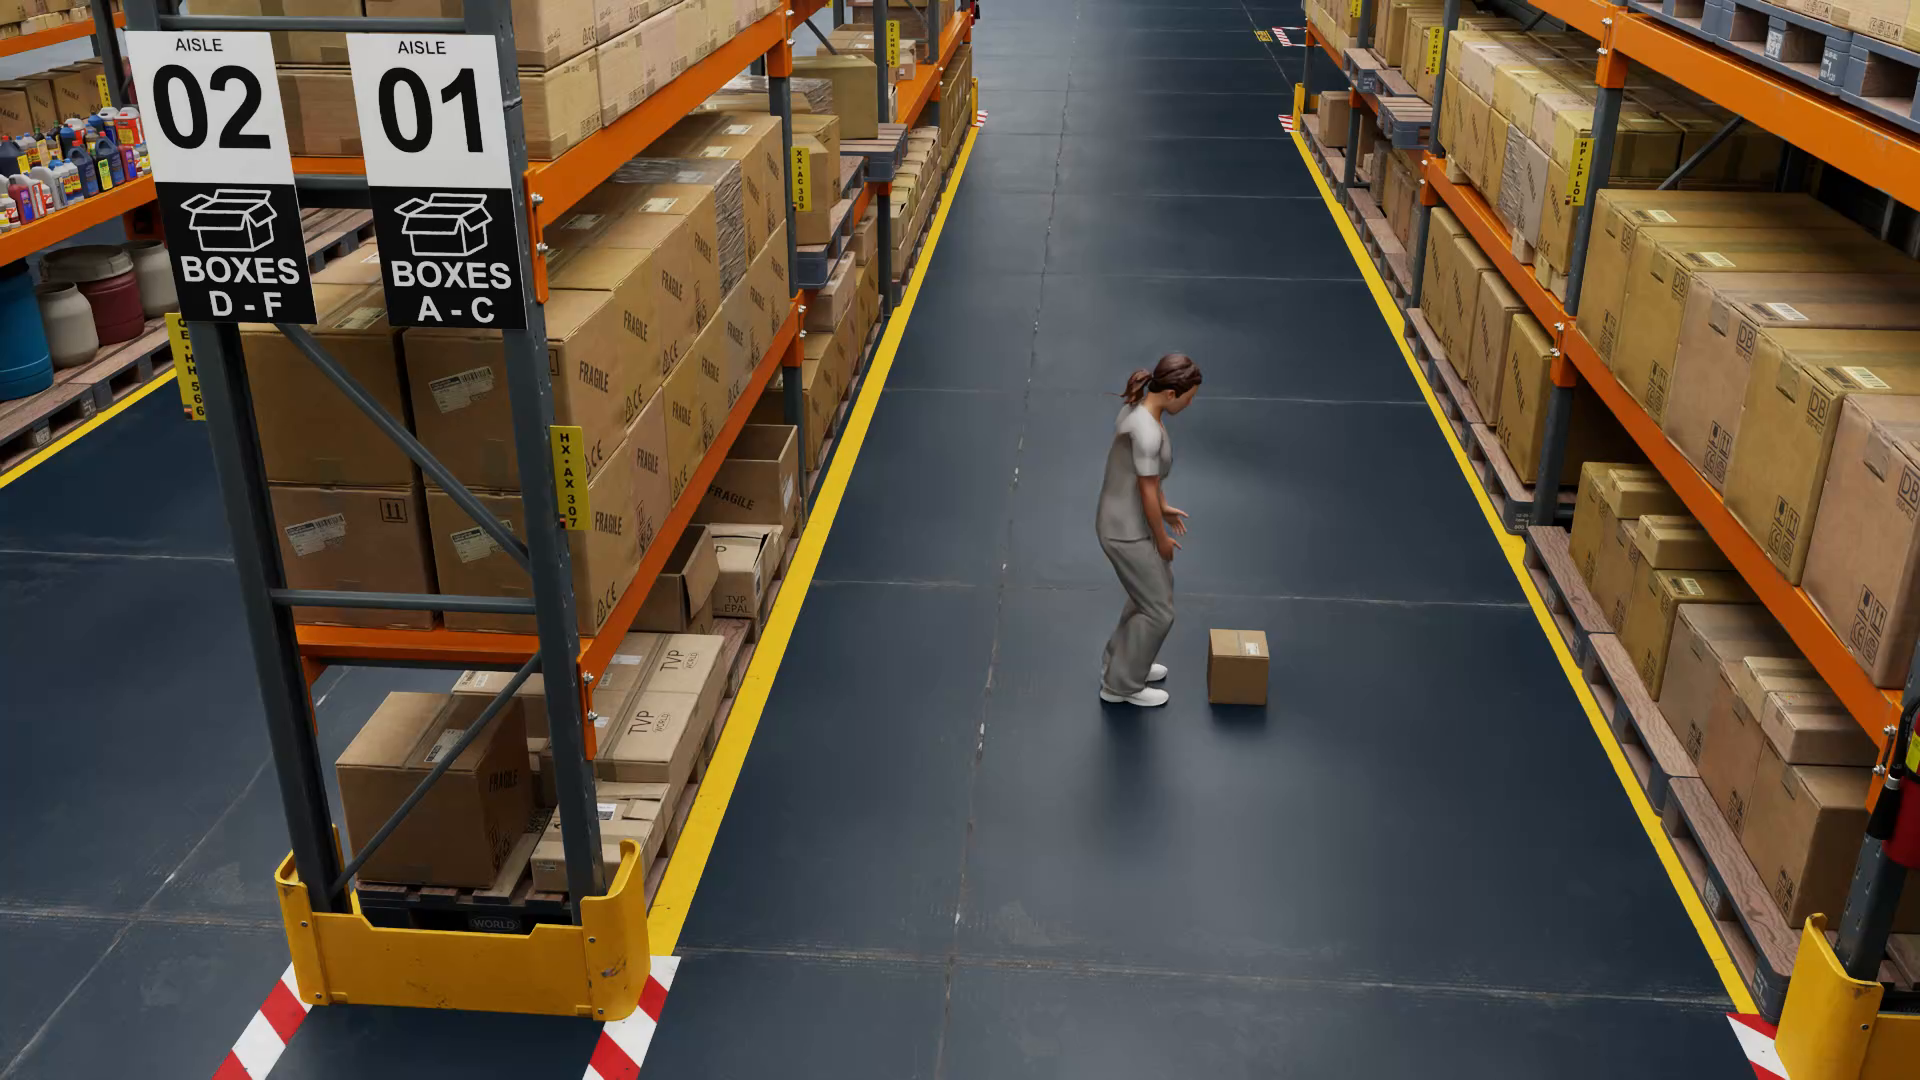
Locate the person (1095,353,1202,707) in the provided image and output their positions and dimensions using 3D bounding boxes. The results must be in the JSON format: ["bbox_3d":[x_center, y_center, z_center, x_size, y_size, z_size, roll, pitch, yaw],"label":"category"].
[{"bbox_3d":[0.811,-0.057,7.329,0.426,1.603,0.468,2,25,5],"label":"person"}]
